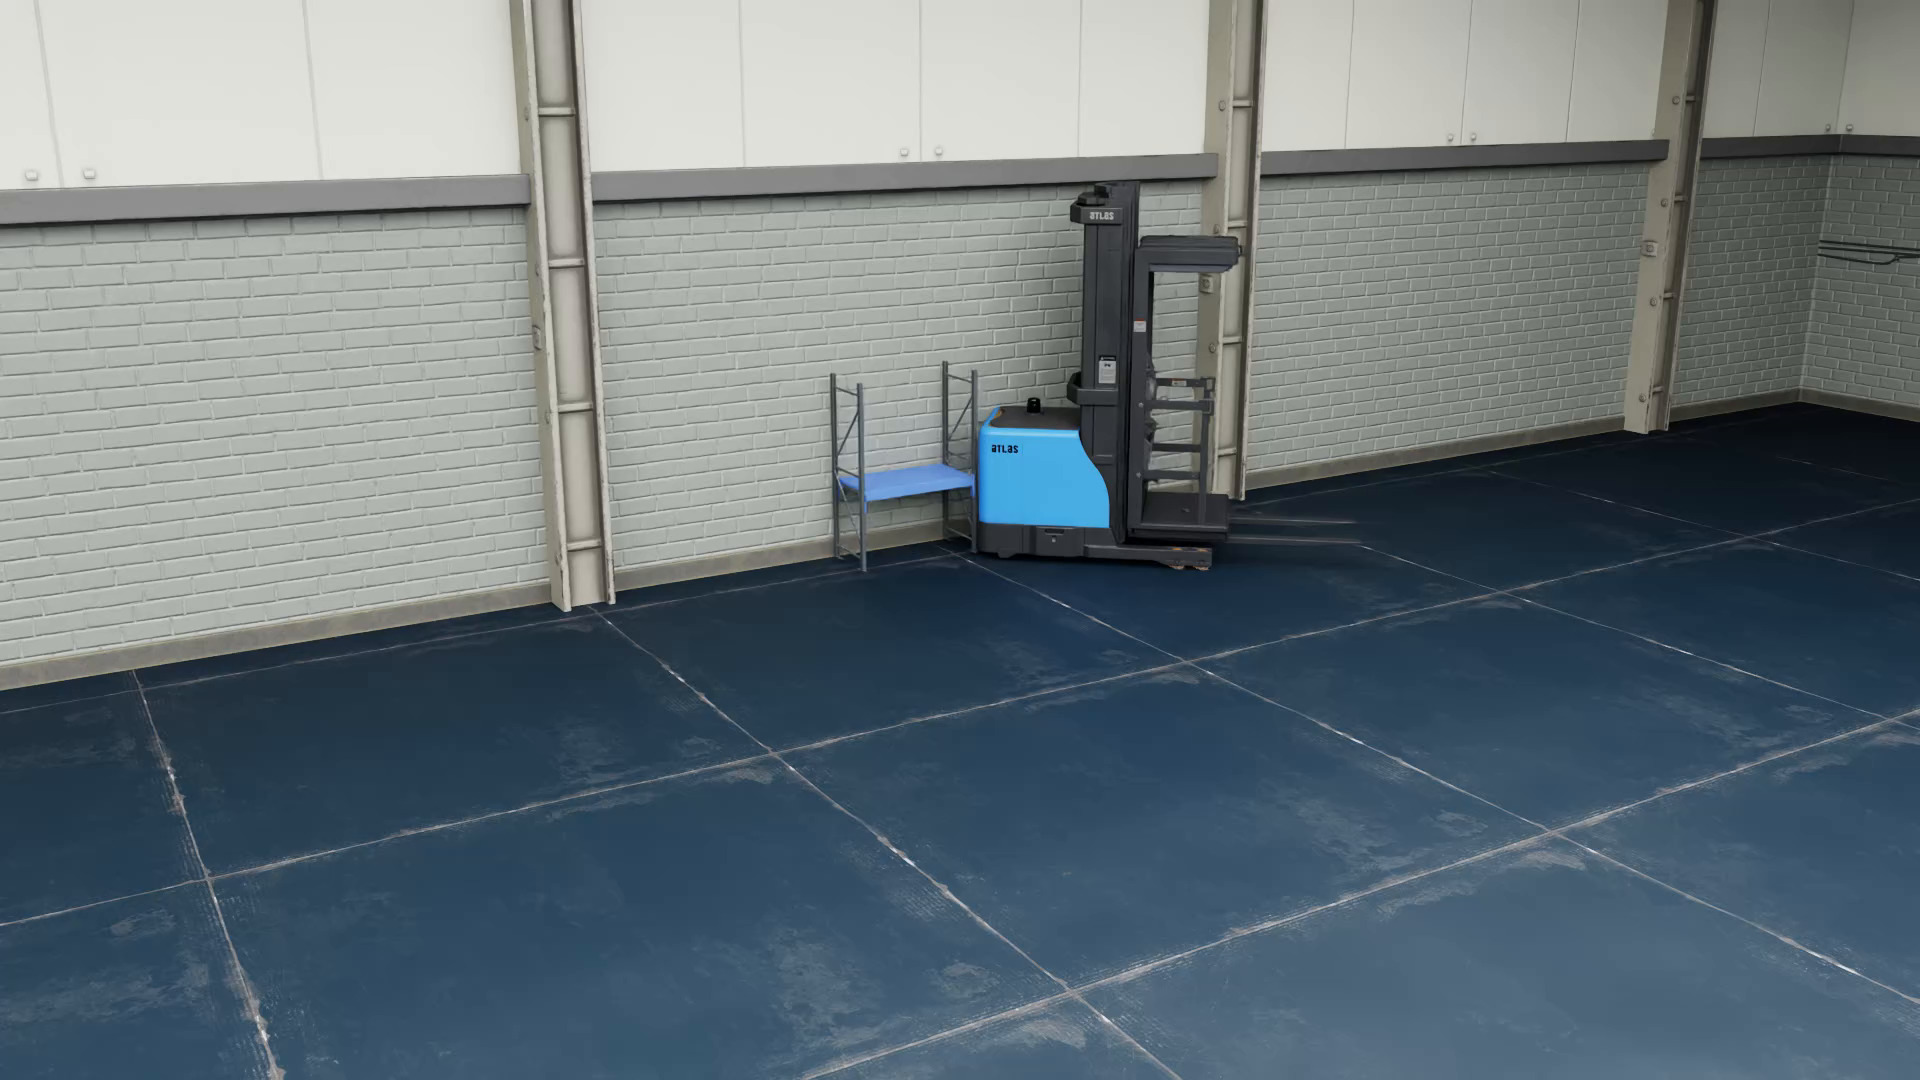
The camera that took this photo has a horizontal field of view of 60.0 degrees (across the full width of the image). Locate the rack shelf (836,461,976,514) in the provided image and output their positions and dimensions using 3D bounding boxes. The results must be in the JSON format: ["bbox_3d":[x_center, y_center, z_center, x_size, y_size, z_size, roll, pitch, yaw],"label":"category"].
[{"bbox_3d":[-0.438,-0.426,13.295,1.000,0.185,0.538,-10,19,-30],"label":"rack shelf"}]

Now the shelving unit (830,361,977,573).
[{"bbox_3d":[-0.439,-0.599,13.245,1.048,1.500,0.538,-10,19,-30],"label":"shelving unit"}]

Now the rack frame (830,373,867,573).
[{"bbox_3d":[-0.874,-0.525,12.994,0.032,1.500,0.500,-10,19,-30],"label":"rack frame"}]

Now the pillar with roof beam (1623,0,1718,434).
[{"bbox_3d":[9.723,-4.548,13.461,0.400,9.000,9.100,-9,18,-30],"label":"pillar with roof beam"}]

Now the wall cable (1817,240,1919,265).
[{"bbox_3d":[10.712,-4.152,17.802,0.112,2.526,3.097,-9,18,-30],"label":"wall cable"}]

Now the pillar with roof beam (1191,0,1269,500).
[{"bbox_3d":[4.580,-3.713,10.485,0.400,9.000,9.100,-9,18,-30],"label":"pillar with roof beam"}]

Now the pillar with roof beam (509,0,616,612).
[{"bbox_3d":[-0.563,-2.879,7.510,0.400,9.000,9.100,-9,18,-30],"label":"pillar with roof beam"}]

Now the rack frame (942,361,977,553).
[{"bbox_3d":[-0.003,-0.673,13.496,0.032,1.500,0.500,-10,19,-30],"label":"rack frame"}]

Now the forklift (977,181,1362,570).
[{"bbox_3d":[1.699,-1.326,13.210,3.031,2.935,1.130,2,16,8],"label":"forklift"}]
